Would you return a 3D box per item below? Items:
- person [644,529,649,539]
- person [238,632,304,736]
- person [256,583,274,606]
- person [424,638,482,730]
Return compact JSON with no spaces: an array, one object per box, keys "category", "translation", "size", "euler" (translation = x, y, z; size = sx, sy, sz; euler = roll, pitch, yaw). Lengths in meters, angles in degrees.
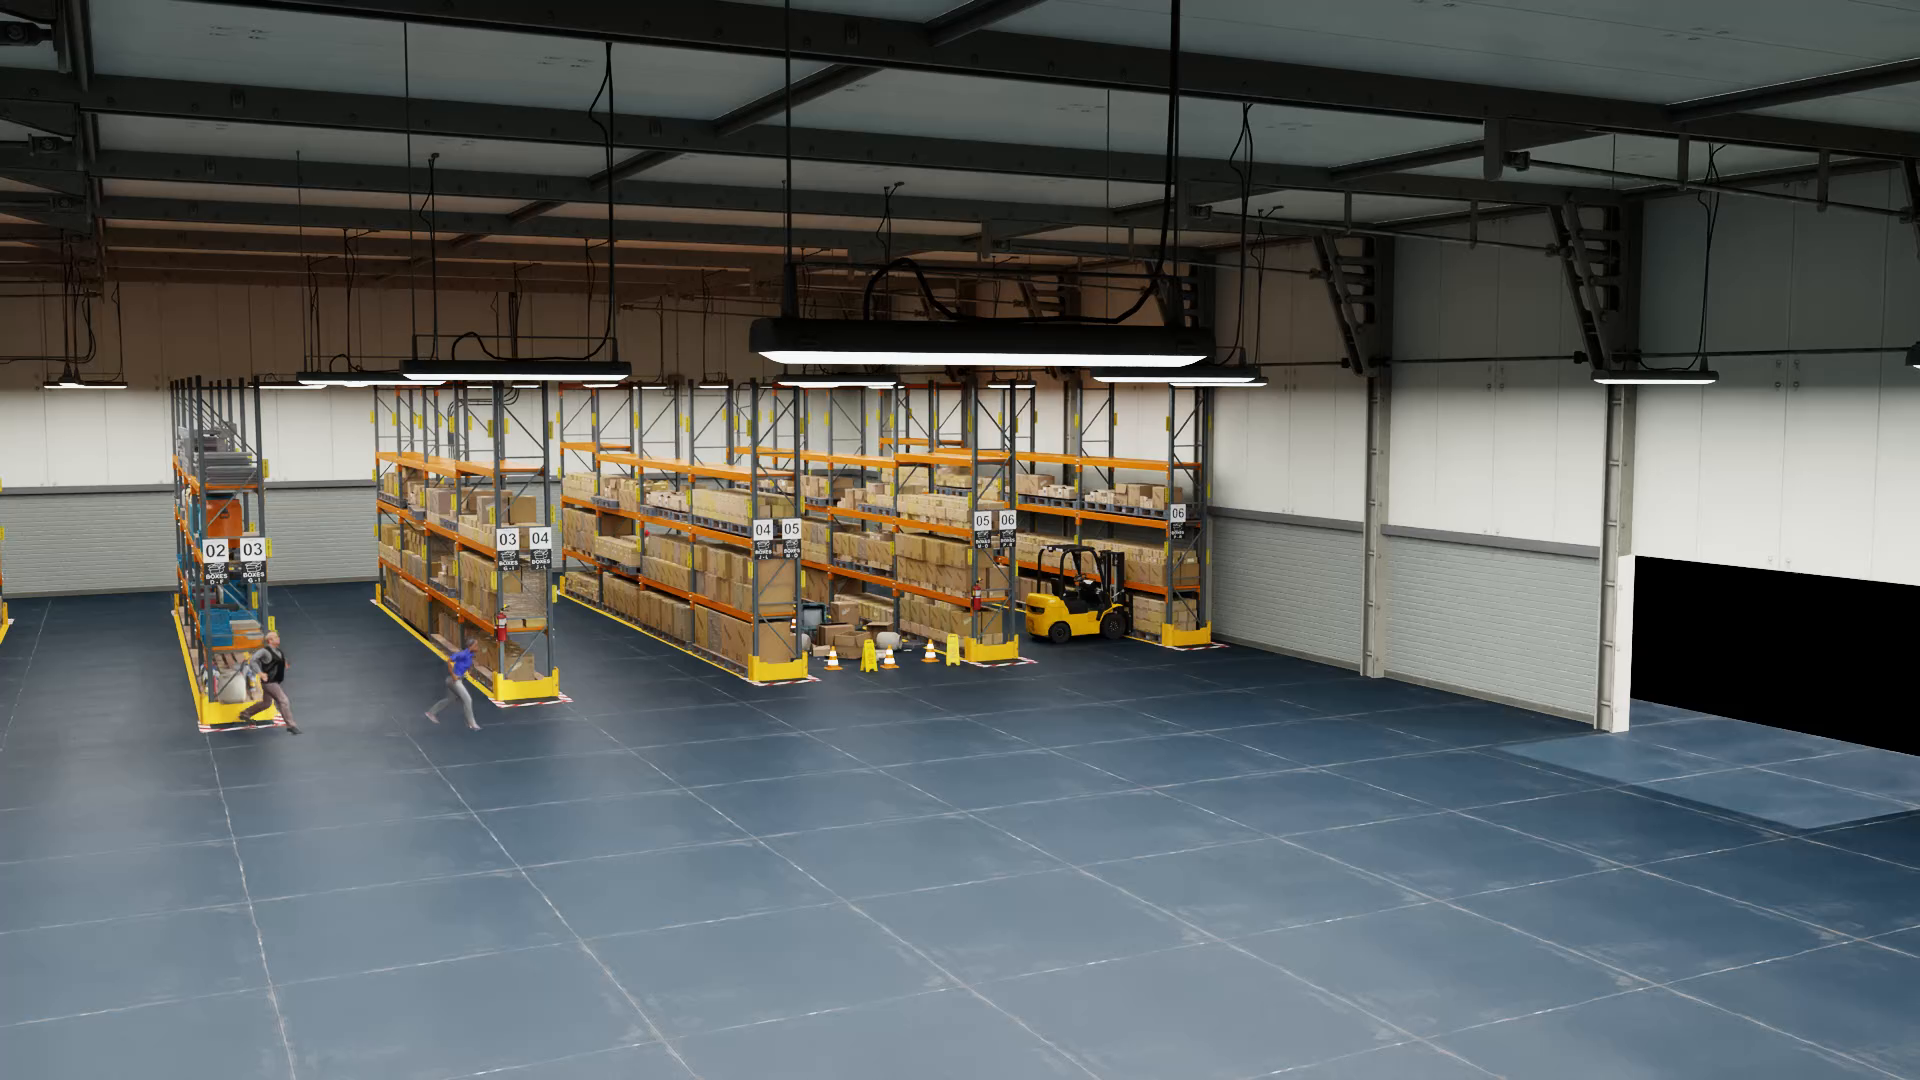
[{"category":"person","translation":[-8.995,0.588,48.223],"size":[0.777,1.814,0.653],"euler":[3,6,31]},{"category":"person","translation":[-11.532,2.408,27.789],"size":[1.090,1.755,0.619],"euler":[0,5,-5]},{"category":"person","translation":[-18.765,0.988,44.265],"size":[0.860,1.579,0.611],"euler":[0,5,5]},{"category":"person","translation":[-8.610,2.465,28.175],"size":[0.966,1.601,0.613],"euler":[0,5,4]}]
